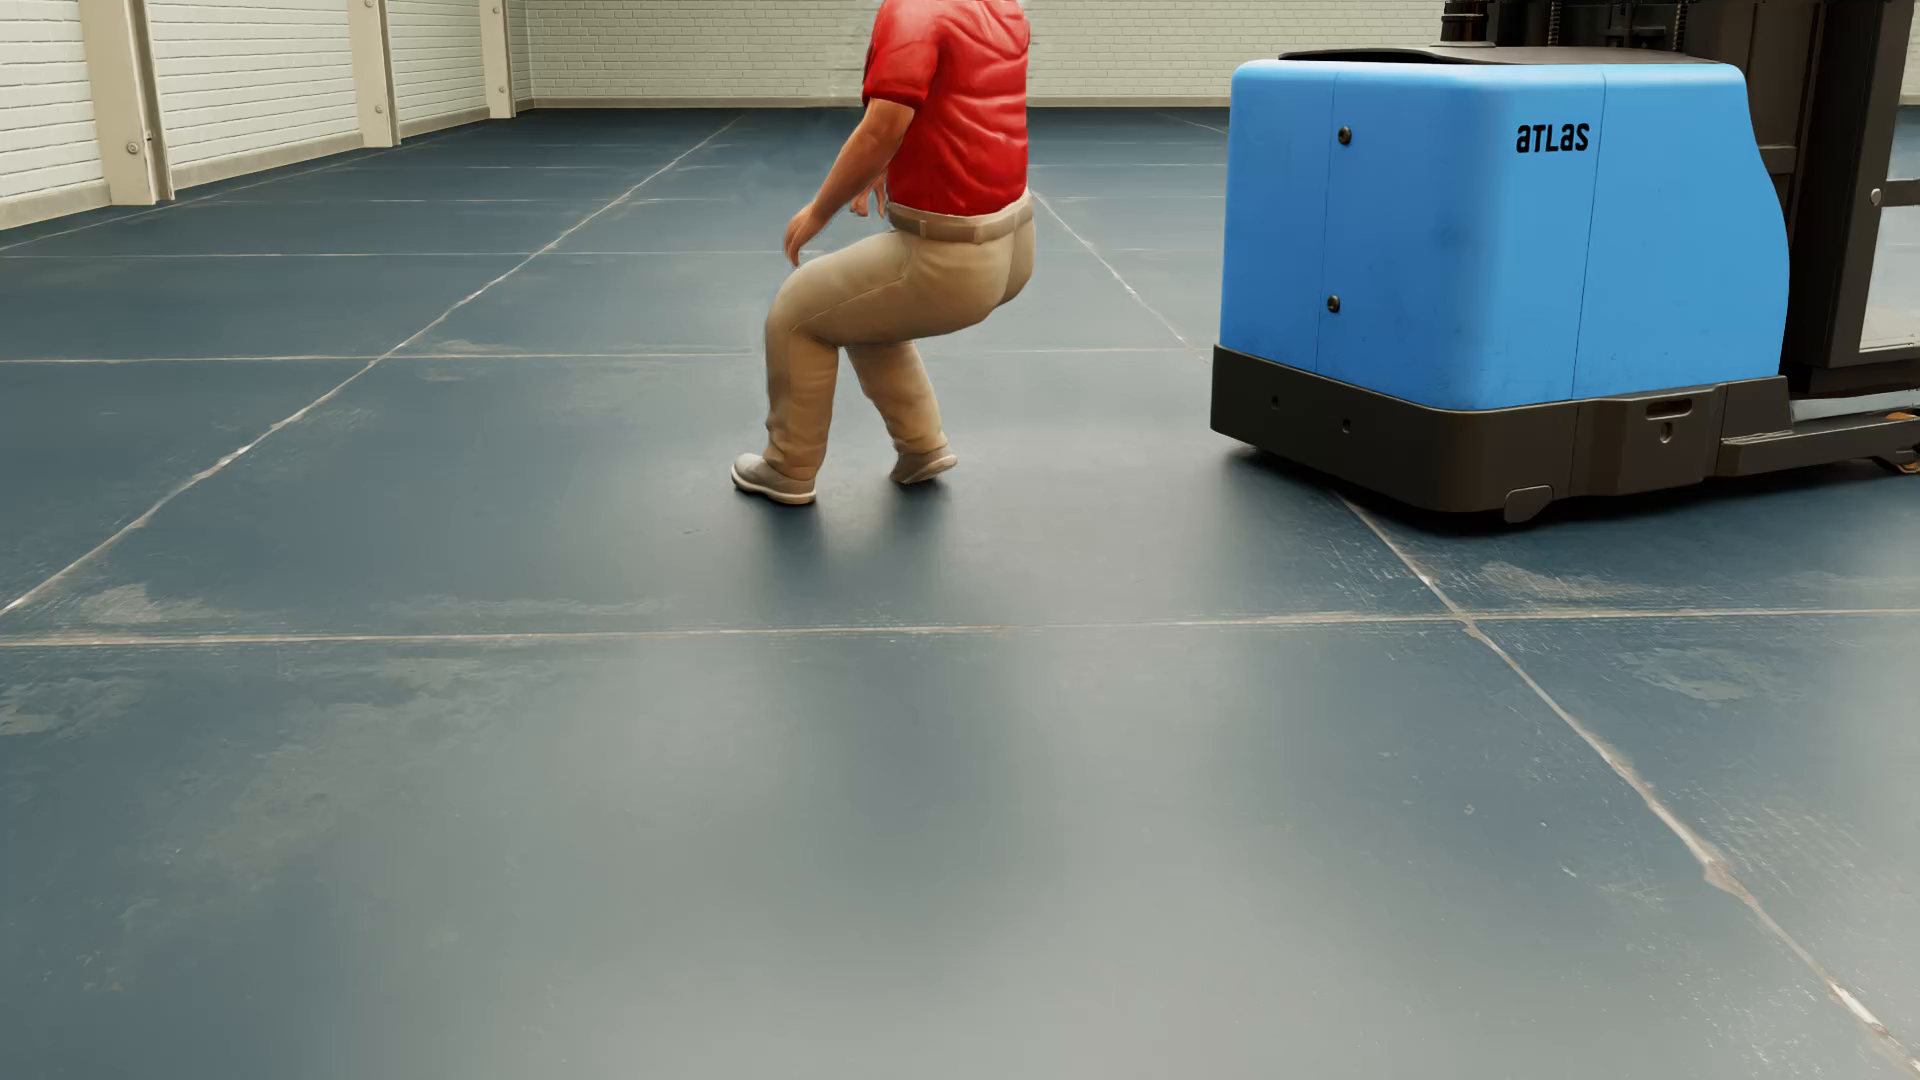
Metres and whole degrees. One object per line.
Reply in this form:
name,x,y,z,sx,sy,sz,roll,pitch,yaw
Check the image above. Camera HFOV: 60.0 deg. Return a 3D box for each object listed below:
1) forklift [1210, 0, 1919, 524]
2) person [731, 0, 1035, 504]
forklift,2.267,-1.712,4.503,3.031,2.935,1.130,-8,19,-24
person,-0.245,-0.752,3.967,0.855,1.543,0.824,7,18,23
